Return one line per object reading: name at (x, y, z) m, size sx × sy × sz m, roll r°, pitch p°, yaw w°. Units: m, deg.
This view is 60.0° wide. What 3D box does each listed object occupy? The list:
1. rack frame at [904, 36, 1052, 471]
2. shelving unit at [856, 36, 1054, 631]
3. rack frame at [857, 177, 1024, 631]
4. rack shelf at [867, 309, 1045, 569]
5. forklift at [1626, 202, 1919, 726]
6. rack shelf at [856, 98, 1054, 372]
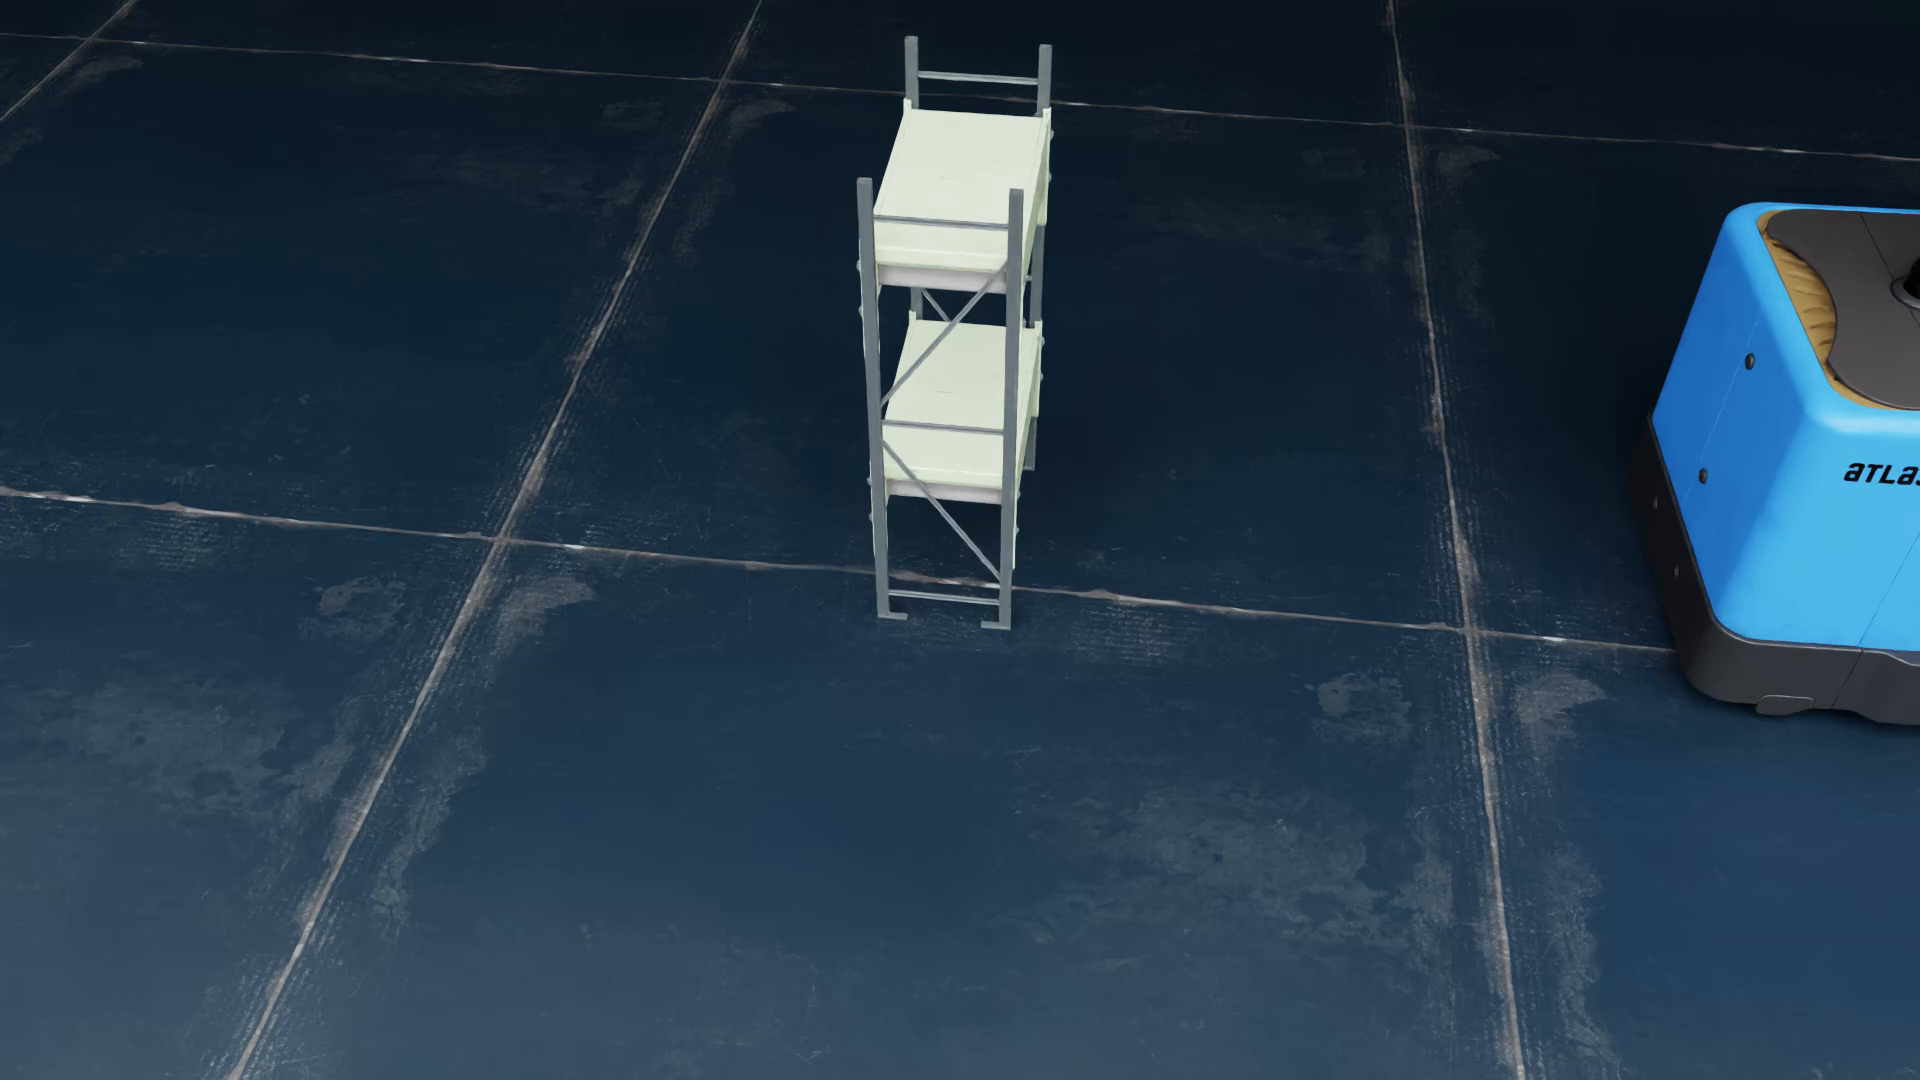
rack frame at (0.049, -0.799, 5.003) m, size 0.400 × 1.500 × 0.023 m, roll 5°, pitch 44°, yaw 6°
shelving unit at (0.001, -0.549, 4.739) m, size 0.431 × 1.500 × 0.755 m, roll 5°, pitch 44°, yaw 6°
rack frame at (-0.048, -0.300, 4.476) m, size 0.400 × 1.500 × 0.023 m, roll 5°, pitch 44°, yaw 6°
rack shelf at (0.001, -0.312, 4.963) m, size 0.431 × 0.370 × 0.720 m, roll 5°, pitch 44°, yaw 6°
forklift at (3.613, -0.822, 3.986) m, size 3.031 × 2.935 × 1.130 m, roll 4°, pitch 44°, yaw 4°
rack shelf at (0.001, -0.833, 4.471) m, size 0.431 × 0.370 × 0.720 m, roll 5°, pitch 44°, yaw 6°
